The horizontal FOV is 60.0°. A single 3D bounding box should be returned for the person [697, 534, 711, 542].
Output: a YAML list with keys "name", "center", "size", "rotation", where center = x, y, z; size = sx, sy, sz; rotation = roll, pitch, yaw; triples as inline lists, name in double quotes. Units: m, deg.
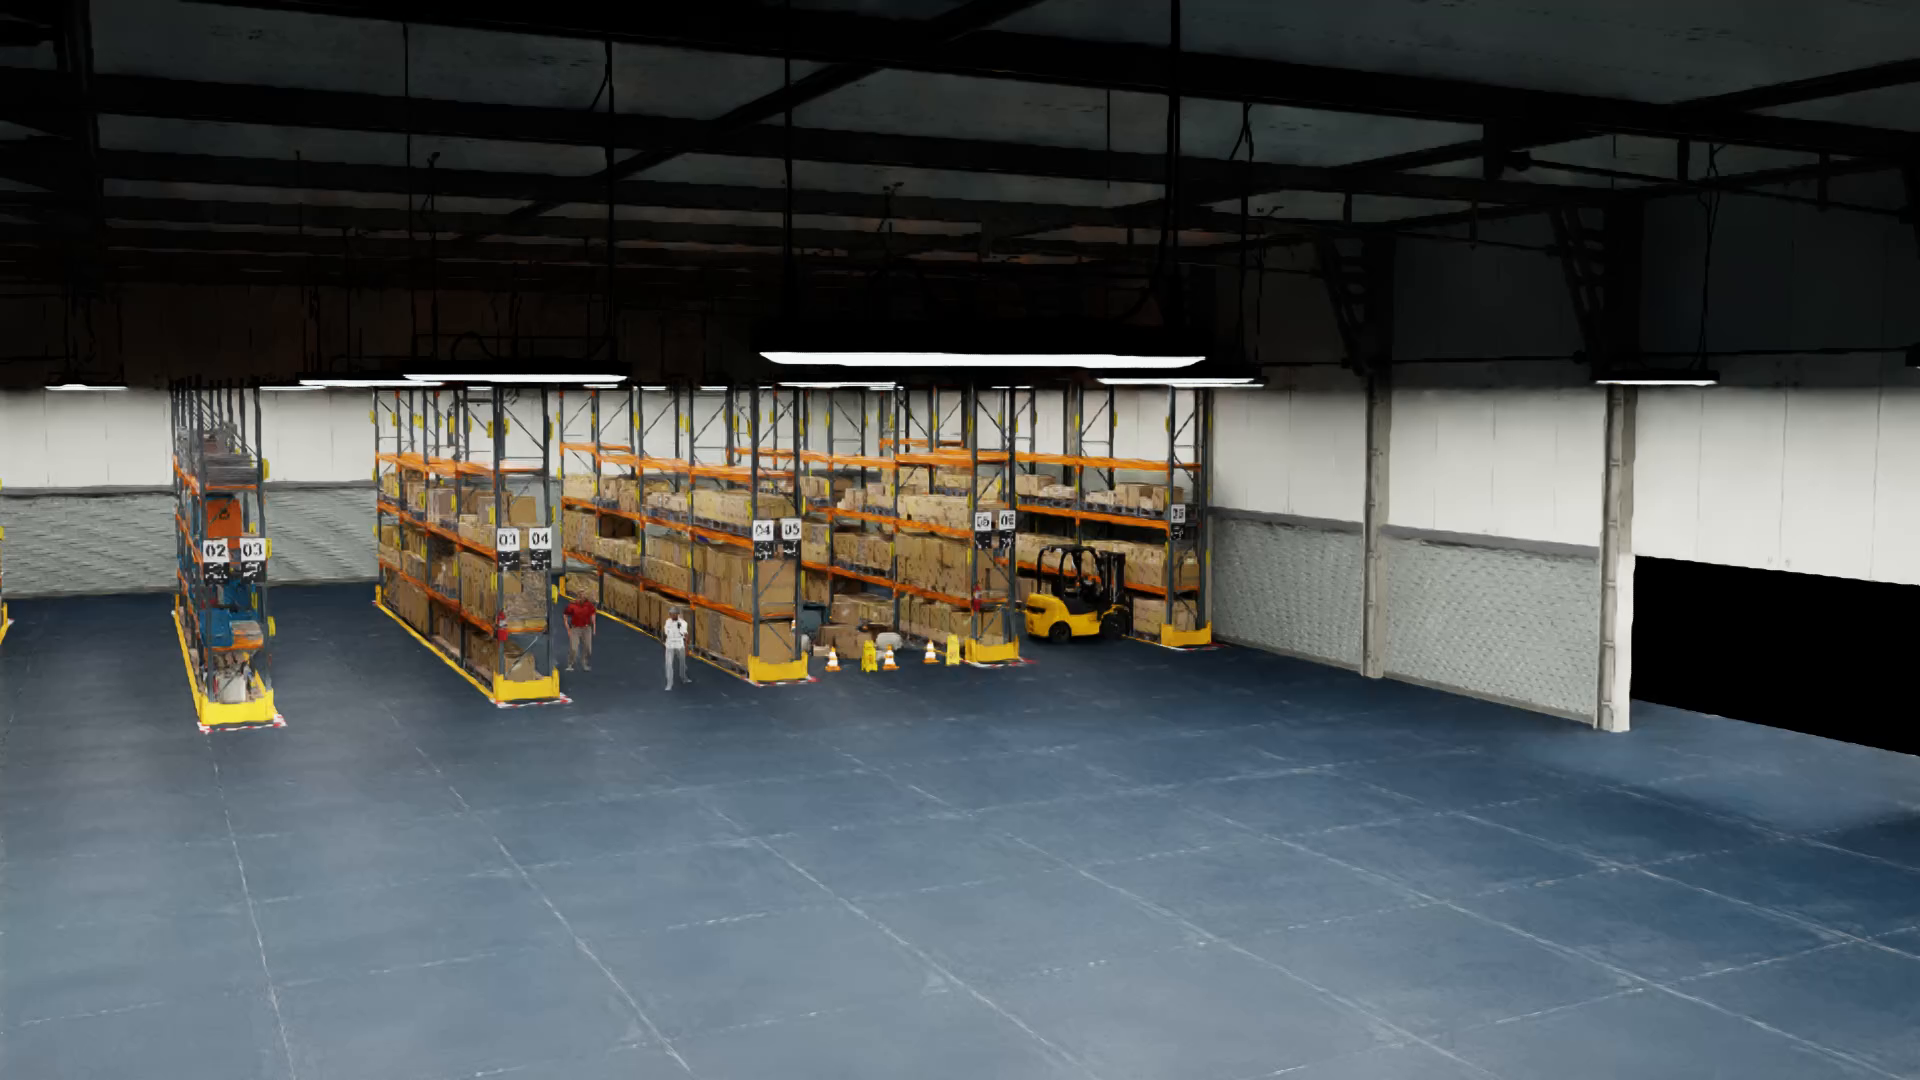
- name: "person"
  center: [-8.234, 0.112, 53.616]
  size: [0.476, 1.565, 0.510]
  rotation: [1, 5, 10]

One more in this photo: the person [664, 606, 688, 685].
- name: "person"
  center: [-5.497, 2.017, 32.269]
  size: [0.446, 1.552, 0.773]
  rotation: [-1, 5, -6]

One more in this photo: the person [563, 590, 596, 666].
- name: "person"
  center: [-7.809, 1.813, 34.179]
  size: [0.682, 1.594, 0.521]
  rotation: [-3, 6, -28]
